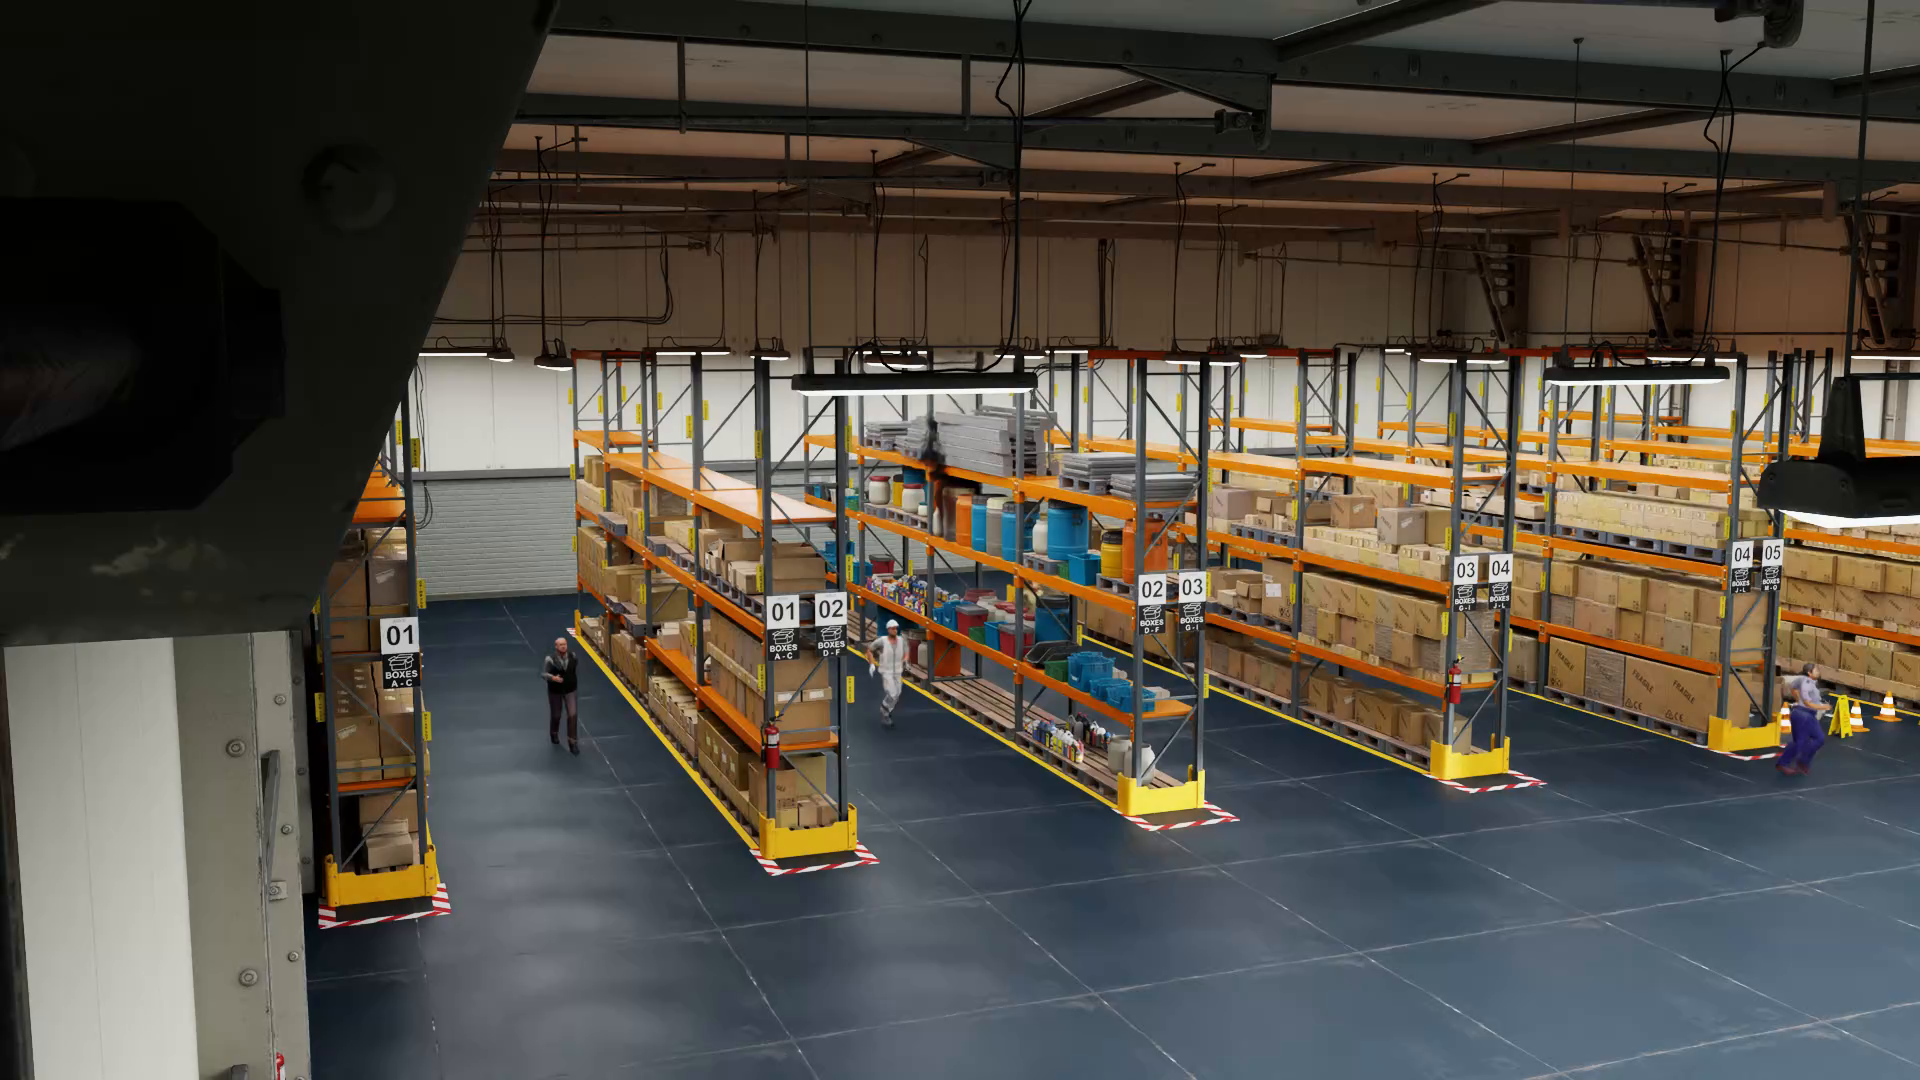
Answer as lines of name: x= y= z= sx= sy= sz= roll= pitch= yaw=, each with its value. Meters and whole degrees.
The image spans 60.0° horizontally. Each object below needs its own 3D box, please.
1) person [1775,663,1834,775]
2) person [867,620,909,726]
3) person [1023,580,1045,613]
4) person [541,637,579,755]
person: x=12.108 y=2.603 z=23.816 sx=0.707 sy=1.688 sz=0.617 roll=4 pitch=8 yaw=31
person: x=-1.099 y=2.139 z=26.632 sx=0.654 sy=1.739 sz=0.739 roll=-4 pitch=8 yaw=-30
person: x=1.423 y=1.525 z=32.146 sx=0.581 sy=1.628 sz=0.579 roll=-3 pitch=8 yaw=-25
person: x=-6.062 y=2.333 z=25.281 sx=0.610 sy=1.754 sz=0.889 roll=-3 pitch=8 yaw=-23
